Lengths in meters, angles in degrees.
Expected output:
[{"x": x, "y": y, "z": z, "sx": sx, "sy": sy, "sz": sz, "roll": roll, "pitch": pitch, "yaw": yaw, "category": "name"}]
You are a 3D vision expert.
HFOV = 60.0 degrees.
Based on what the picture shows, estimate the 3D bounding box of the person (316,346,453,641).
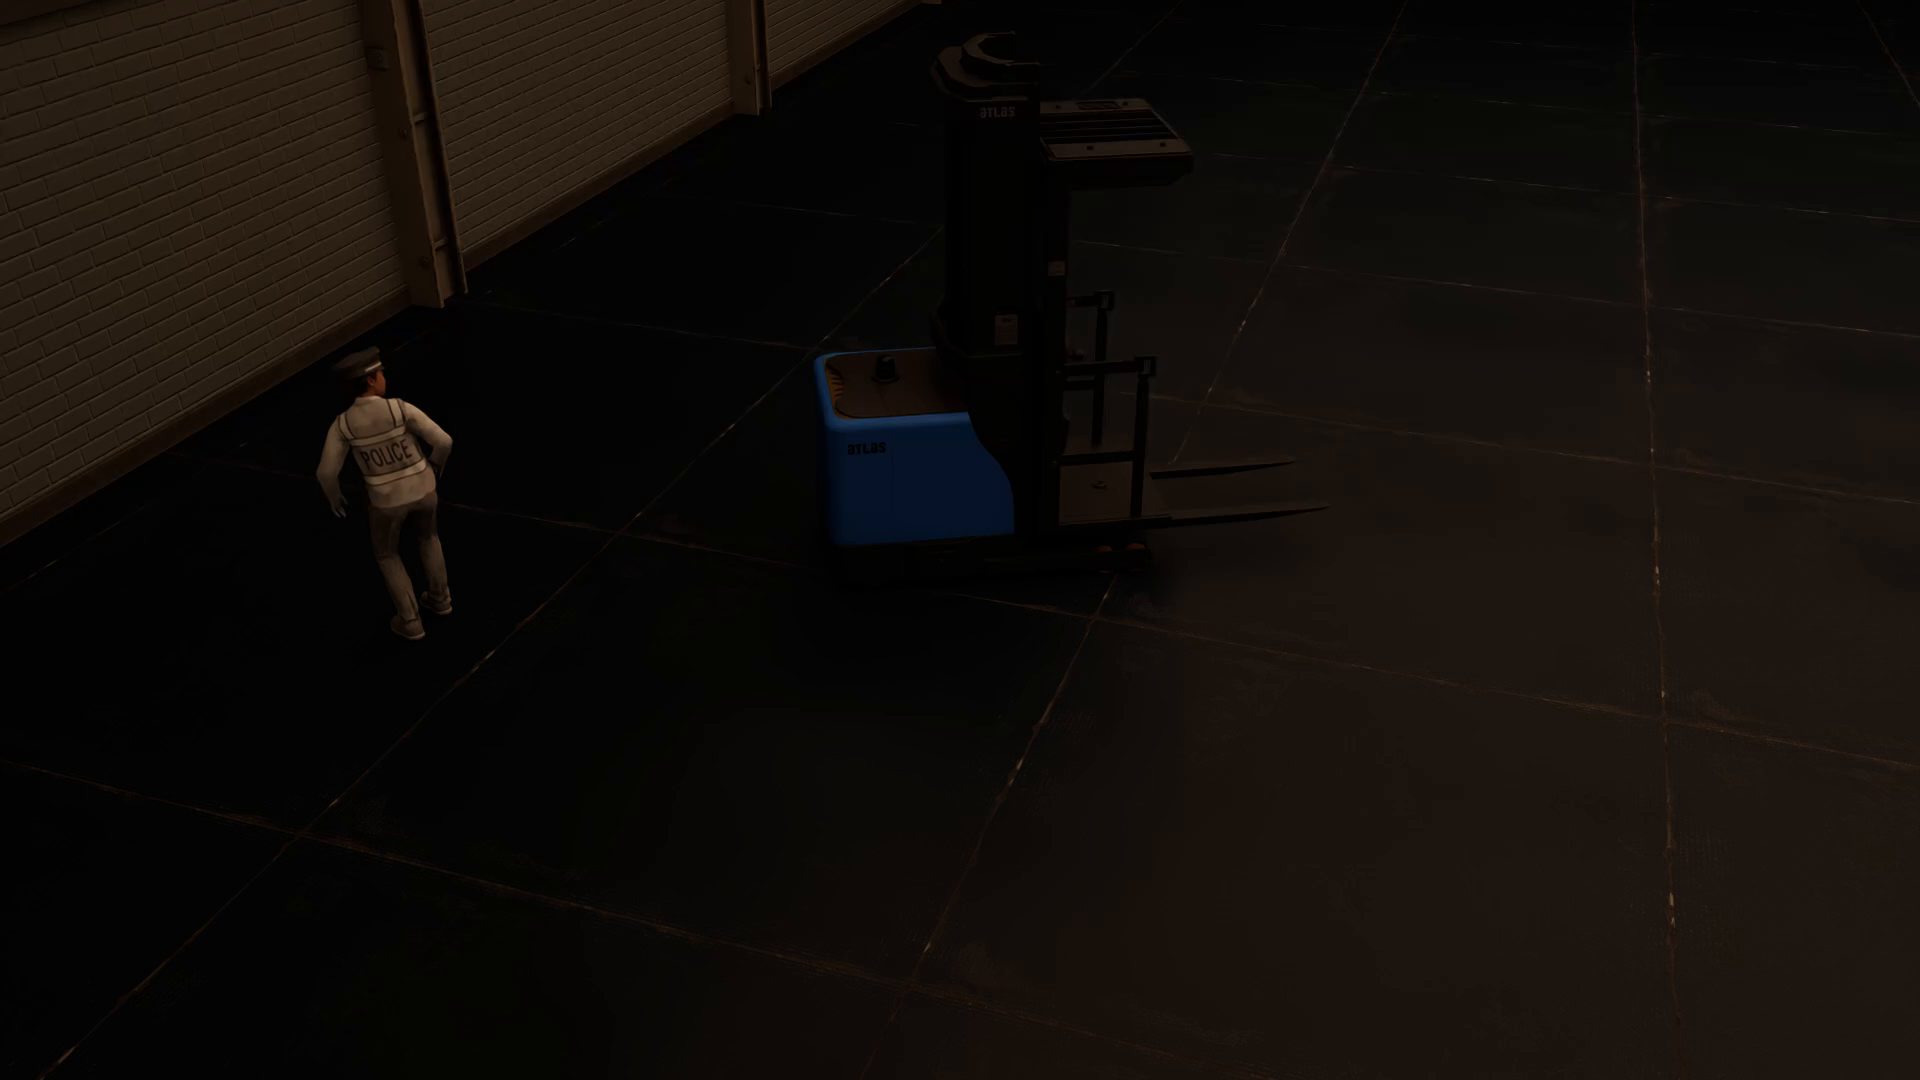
[{"x": -3.047, "y": -0.246, "z": 8.884, "sx": 0.693, "sy": 1.643, "sz": 0.473, "roll": -16, "pitch": 33, "yaw": -25, "category": "person"}]

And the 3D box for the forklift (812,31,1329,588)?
[{"x": 0.677, "y": -1.327, "z": 9.464, "sx": 3.031, "sy": 2.935, "sz": 1.130, "roll": -5, "pitch": 30, "yaw": -8, "category": "forklift"}]
